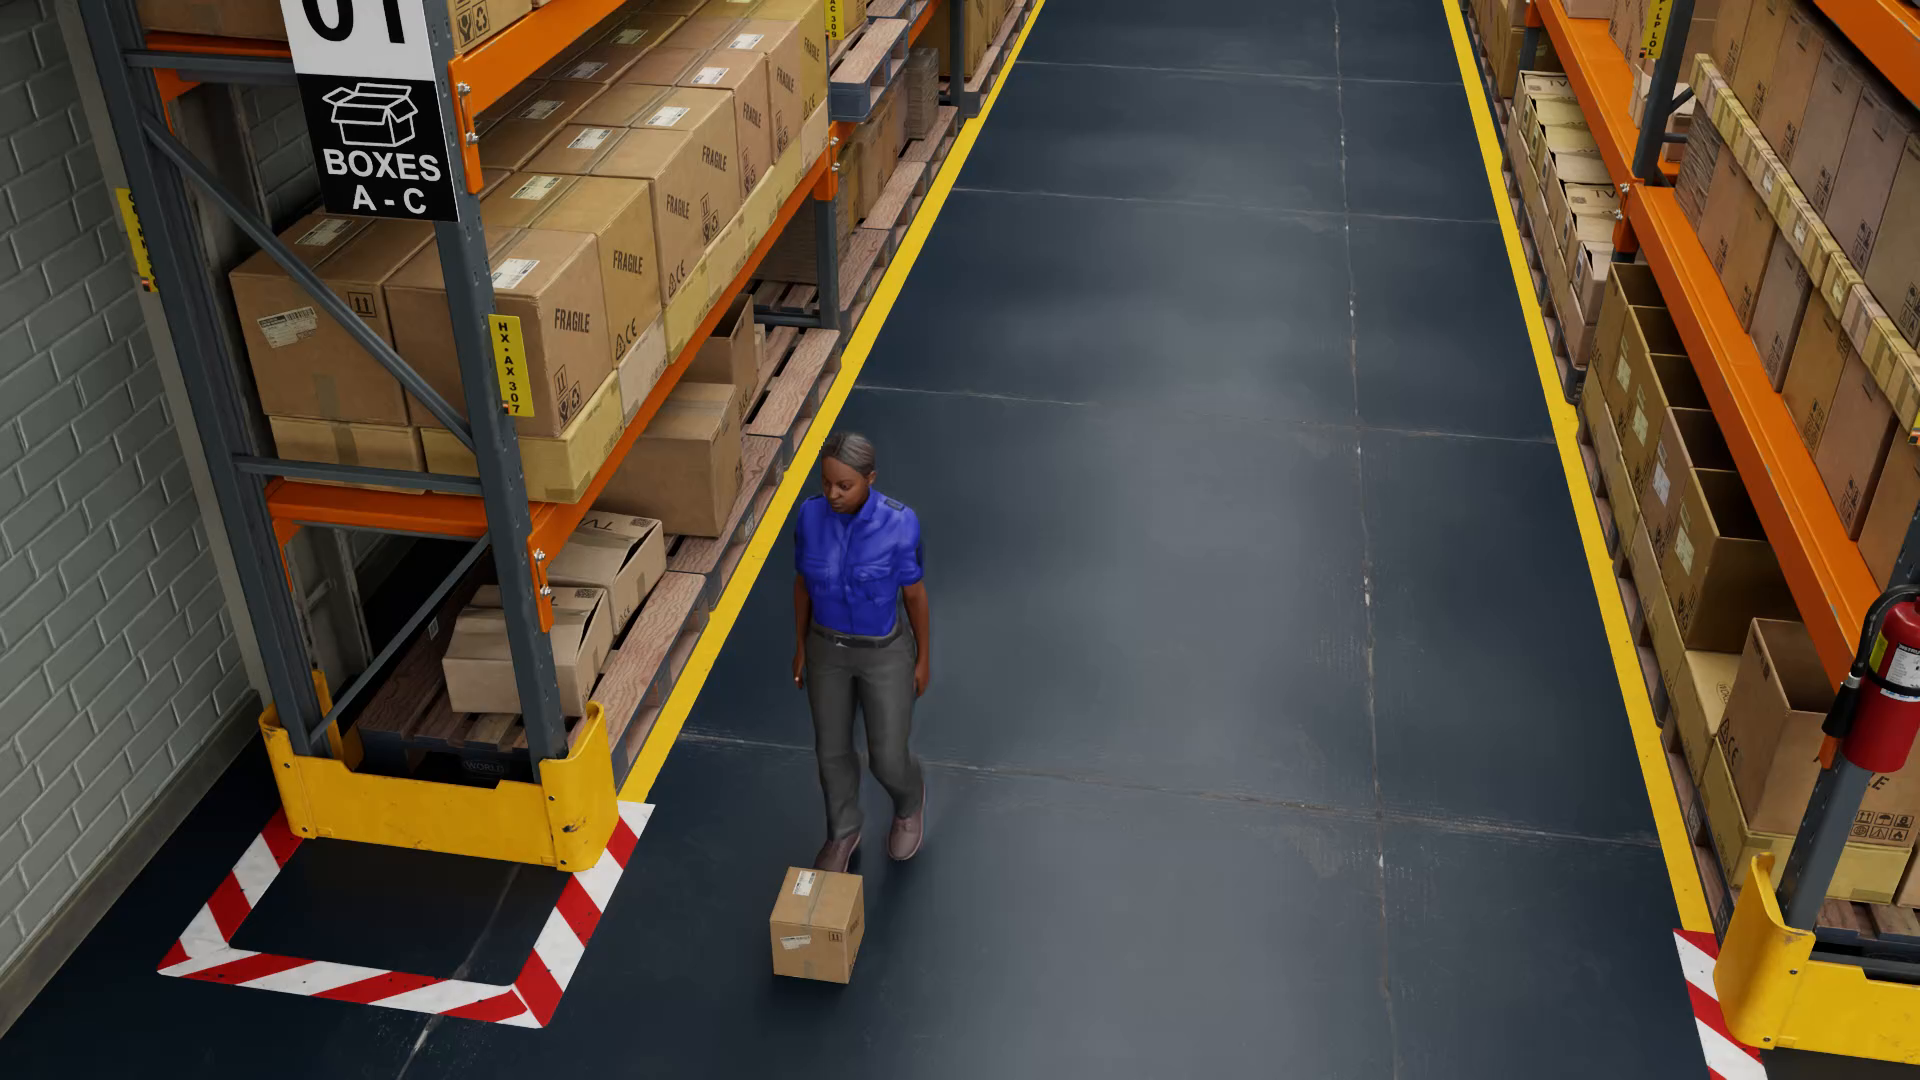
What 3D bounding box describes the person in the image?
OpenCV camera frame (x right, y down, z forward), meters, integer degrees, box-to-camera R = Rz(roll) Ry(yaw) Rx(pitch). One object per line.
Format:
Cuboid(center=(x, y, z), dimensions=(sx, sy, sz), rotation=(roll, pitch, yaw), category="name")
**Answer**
Cuboid(center=(-0.348, 0.414, 5.488), dimensions=(0.471, 1.695, 0.466), rotation=(10, 34, 15), category="person")
